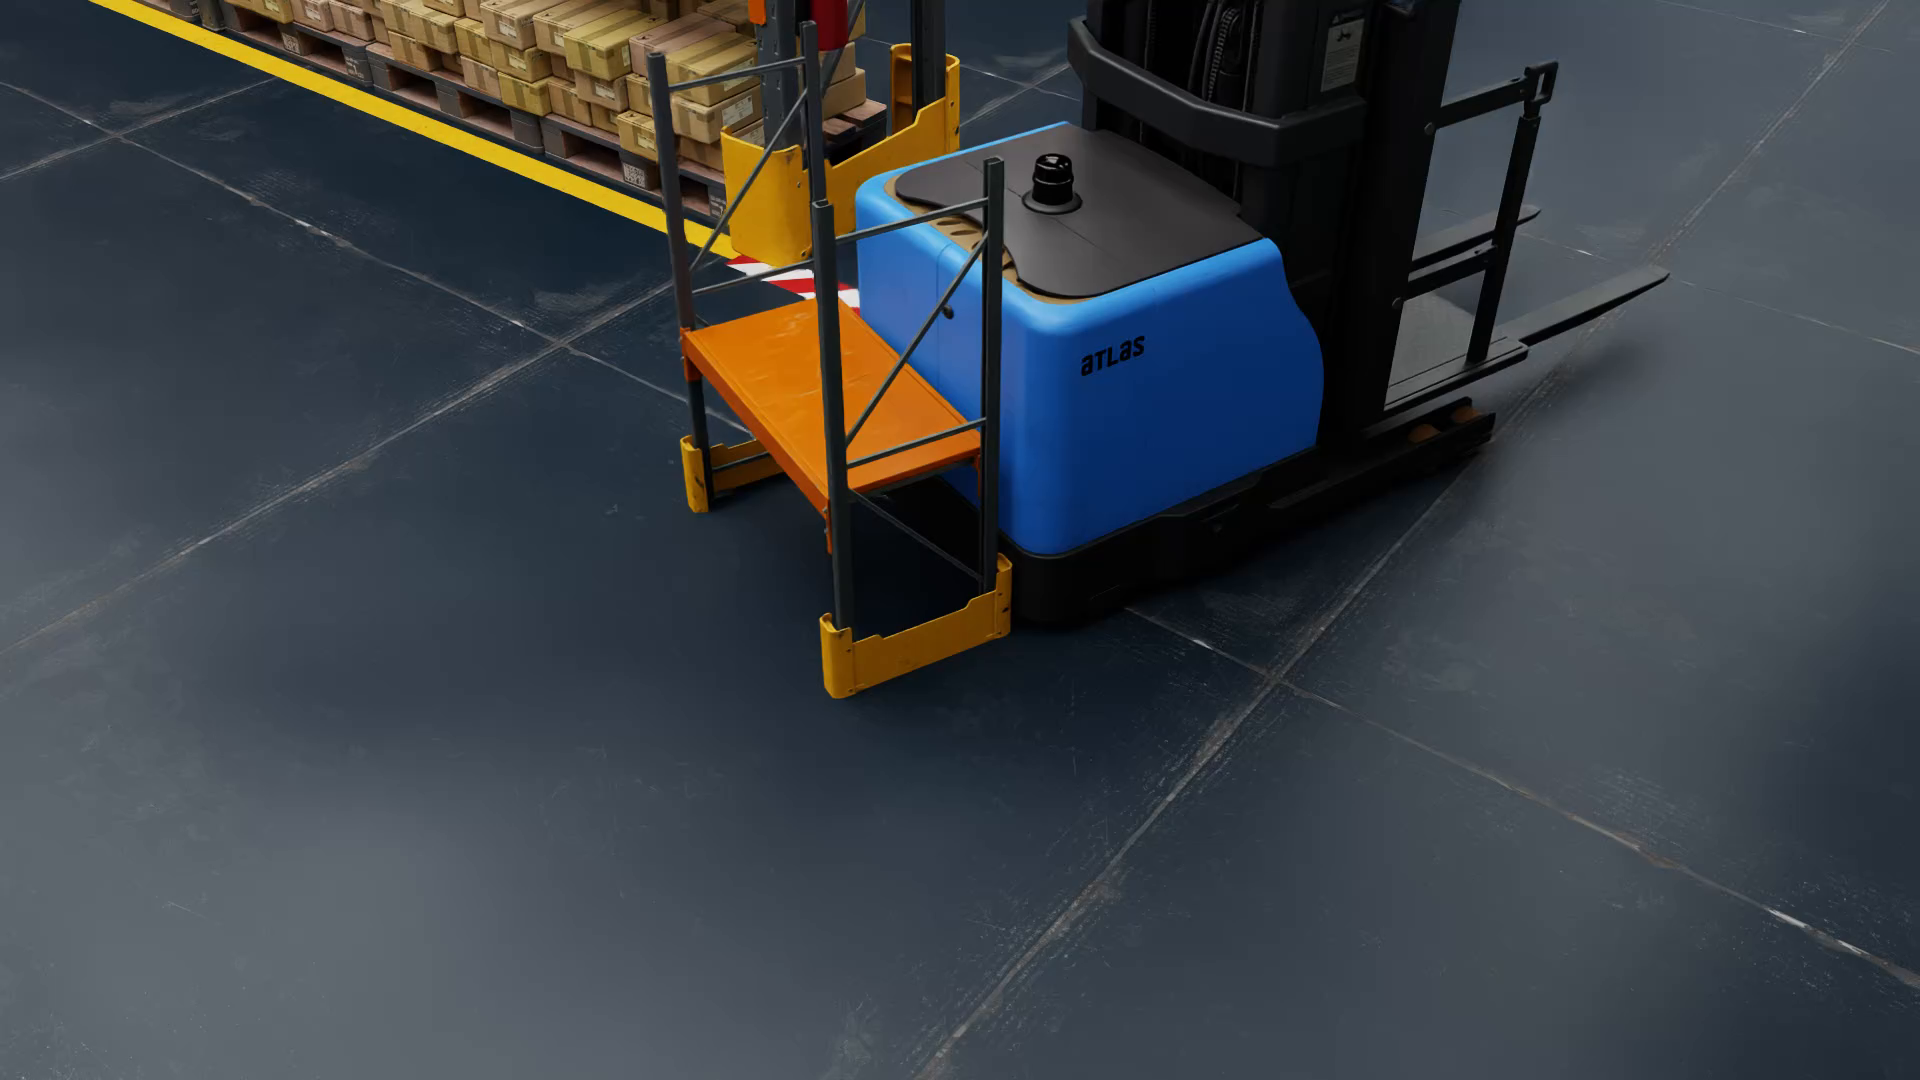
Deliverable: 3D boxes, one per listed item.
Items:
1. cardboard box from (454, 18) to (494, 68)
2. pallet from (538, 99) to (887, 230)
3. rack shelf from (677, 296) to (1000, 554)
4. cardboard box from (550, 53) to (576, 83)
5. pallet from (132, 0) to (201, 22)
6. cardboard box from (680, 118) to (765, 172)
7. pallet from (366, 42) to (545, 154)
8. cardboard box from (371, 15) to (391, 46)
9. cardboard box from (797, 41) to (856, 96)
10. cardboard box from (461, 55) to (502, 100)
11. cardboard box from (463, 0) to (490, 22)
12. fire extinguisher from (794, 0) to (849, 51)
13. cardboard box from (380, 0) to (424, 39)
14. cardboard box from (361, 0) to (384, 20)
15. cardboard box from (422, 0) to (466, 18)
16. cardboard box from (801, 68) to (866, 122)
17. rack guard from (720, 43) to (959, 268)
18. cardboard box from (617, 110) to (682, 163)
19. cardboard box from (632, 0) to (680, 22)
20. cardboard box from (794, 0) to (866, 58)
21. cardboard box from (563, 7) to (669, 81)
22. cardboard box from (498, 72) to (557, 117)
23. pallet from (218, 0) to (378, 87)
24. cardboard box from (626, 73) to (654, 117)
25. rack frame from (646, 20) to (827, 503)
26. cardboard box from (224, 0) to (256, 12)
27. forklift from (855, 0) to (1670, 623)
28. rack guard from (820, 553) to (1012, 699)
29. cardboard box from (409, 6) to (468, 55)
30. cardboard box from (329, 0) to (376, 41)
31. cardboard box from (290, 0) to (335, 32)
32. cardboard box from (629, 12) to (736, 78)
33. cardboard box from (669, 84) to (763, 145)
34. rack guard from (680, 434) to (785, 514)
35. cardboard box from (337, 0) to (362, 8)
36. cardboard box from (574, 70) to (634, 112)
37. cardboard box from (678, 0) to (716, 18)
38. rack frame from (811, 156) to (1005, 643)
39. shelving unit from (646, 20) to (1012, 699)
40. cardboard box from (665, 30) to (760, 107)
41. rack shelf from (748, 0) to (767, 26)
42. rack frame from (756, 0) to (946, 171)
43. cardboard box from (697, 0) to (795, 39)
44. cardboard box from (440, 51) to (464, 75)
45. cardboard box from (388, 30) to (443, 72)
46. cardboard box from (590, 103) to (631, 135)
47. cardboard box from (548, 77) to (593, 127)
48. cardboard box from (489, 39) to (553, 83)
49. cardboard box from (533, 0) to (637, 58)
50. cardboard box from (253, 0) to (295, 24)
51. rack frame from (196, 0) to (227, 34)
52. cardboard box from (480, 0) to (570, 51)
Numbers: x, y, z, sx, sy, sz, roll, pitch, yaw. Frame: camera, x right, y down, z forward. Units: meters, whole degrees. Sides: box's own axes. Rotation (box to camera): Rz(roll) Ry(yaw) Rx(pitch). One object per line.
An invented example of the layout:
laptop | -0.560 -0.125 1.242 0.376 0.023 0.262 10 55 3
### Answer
cardboard box | -2.025 -2.272 7.450 0.250 0.149 0.380 28 46 31
pallet | -1.091 -1.820 7.403 1.213 0.211 1.003 25 45 29
rack shelf | -0.371 -0.379 4.809 0.538 0.185 1.000 -20 42 -23
cardboard box | -1.565 -2.131 7.269 0.250 0.149 0.380 25 44 28
pallet | -4.204 -3.259 9.241 1.213 0.211 1.003 25 45 29
cardboard box | -0.952 -1.706 6.967 0.250 0.149 0.380 26 45 29
pallet | -2.056 -2.277 7.987 1.213 0.211 1.003 25 45 29
cardboard box | -2.583 -2.494 7.974 0.250 0.149 0.380 23 44 27
cardboard box | -0.667 -2.050 7.166 0.250 0.149 0.380 27 46 30
cardboard box | -2.025 -2.157 7.543 0.250 0.149 0.380 26 45 29
cardboard box | -1.986 -2.431 7.411 0.250 0.149 0.380 24 44 27
fire extinguisher | -0.487 -2.070 5.826 0.183 0.674 0.296 25 45 29
cardboard box | -2.441 -2.466 7.698 0.250 0.149 0.380 25 44 28
cardboard box | -2.603 -2.592 7.858 0.250 0.149 0.380 27 46 30
cardboard box | -2.211 -2.515 7.518 0.250 0.149 0.380 25 45 29
cardboard box | -0.629 -1.964 7.297 0.250 0.149 0.380 26 45 29
rack guard | -0.467 -1.612 6.904 0.348 0.500 1.175 25 45 29
cardboard box | -1.218 -1.752 7.027 0.250 0.149 0.380 27 45 30
cardboard box | -1.279 -2.461 7.450 0.250 0.149 0.380 23 44 27
cardboard box | -0.617 -2.208 7.126 0.250 0.149 0.380 23 44 27
cardboard box | -1.429 -2.076 6.958 0.250 0.149 0.380 24 44 28
cardboard box | -1.820 -2.045 7.400 0.250 0.149 0.380 23 44 27
pallet | -3.029 -2.734 8.571 1.213 0.211 1.003 25 45 29
cardboard box | -1.175 -1.910 6.987 0.250 0.149 0.380 24 44 28
rack frame | -0.625 -0.792 5.045 0.500 1.500 0.032 -20 42 -23
cardboard box | -3.490 -2.815 8.384 0.250 0.149 0.380 23 44 27
forklift | 1.186 -1.619 4.940 3.031 2.935 1.130 -22 43 -26
rack guard | -0.118 0.242 4.738 0.587 0.250 0.087 -20 42 -23
cardboard box | -2.261 -2.362 7.564 0.250 0.149 0.380 26 45 29
cardboard box | -2.818 -2.577 8.080 0.250 0.149 0.380 24 44 28
cardboard box | -3.050 -2.648 8.171 0.250 0.149 0.380 25 44 28
cardboard box | -1.146 -2.041 6.913 0.250 0.149 0.380 26 45 29
cardboard box | -1.000 -1.786 6.828 0.250 0.149 0.380 24 44 27
rack guard | -0.615 -0.289 5.417 0.587 0.250 0.087 -20 42 -23
cardboard box | -2.807 -2.707 8.004 0.250 0.149 0.380 23 44 26
cardboard box | -1.414 -1.980 7.076 0.250 0.149 0.380 23 44 27
cardboard box | -1.031 -2.409 7.383 0.250 0.149 0.380 25 45 28
rack frame | -0.117 -0.249 4.351 0.500 1.500 0.032 -20 42 -23
shelving unit | -0.366 -0.516 4.692 0.587 1.500 1.083 -20 42 -23
cardboard box | -0.982 -1.919 6.757 0.250 0.149 0.380 26 45 29
rack shelf | -1.996 -3.034 7.275 4.000 0.370 1.077 25 45 29
rack frame | -0.407 -2.568 6.097 0.127 3.000 1.000 25 45 29
cardboard box | -0.909 -2.252 7.182 0.250 0.149 0.380 26 45 29
cardboard box | -2.180 -2.288 7.711 0.250 0.149 0.380 27 45 30
cardboard box | -2.435 -2.349 7.789 0.250 0.149 0.380 24 44 27
cardboard box | -1.375 -1.894 7.207 0.250 0.149 0.380 25 44 28
cardboard box | -1.579 -1.980 7.317 0.250 0.149 0.380 26 45 29
cardboard box | -1.833 -2.167 7.315 0.250 0.149 0.380 26 45 29
cardboard box | -1.596 -2.204 7.121 0.250 0.149 0.380 23 44 27
cardboard box | -3.279 -2.715 8.257 0.250 0.149 0.380 27 45 30
rack frame | -3.584 -4.066 8.010 0.127 3.000 1.000 25 45 29
cardboard box | -1.844 -2.278 7.215 0.250 0.149 0.380 27 45 30
